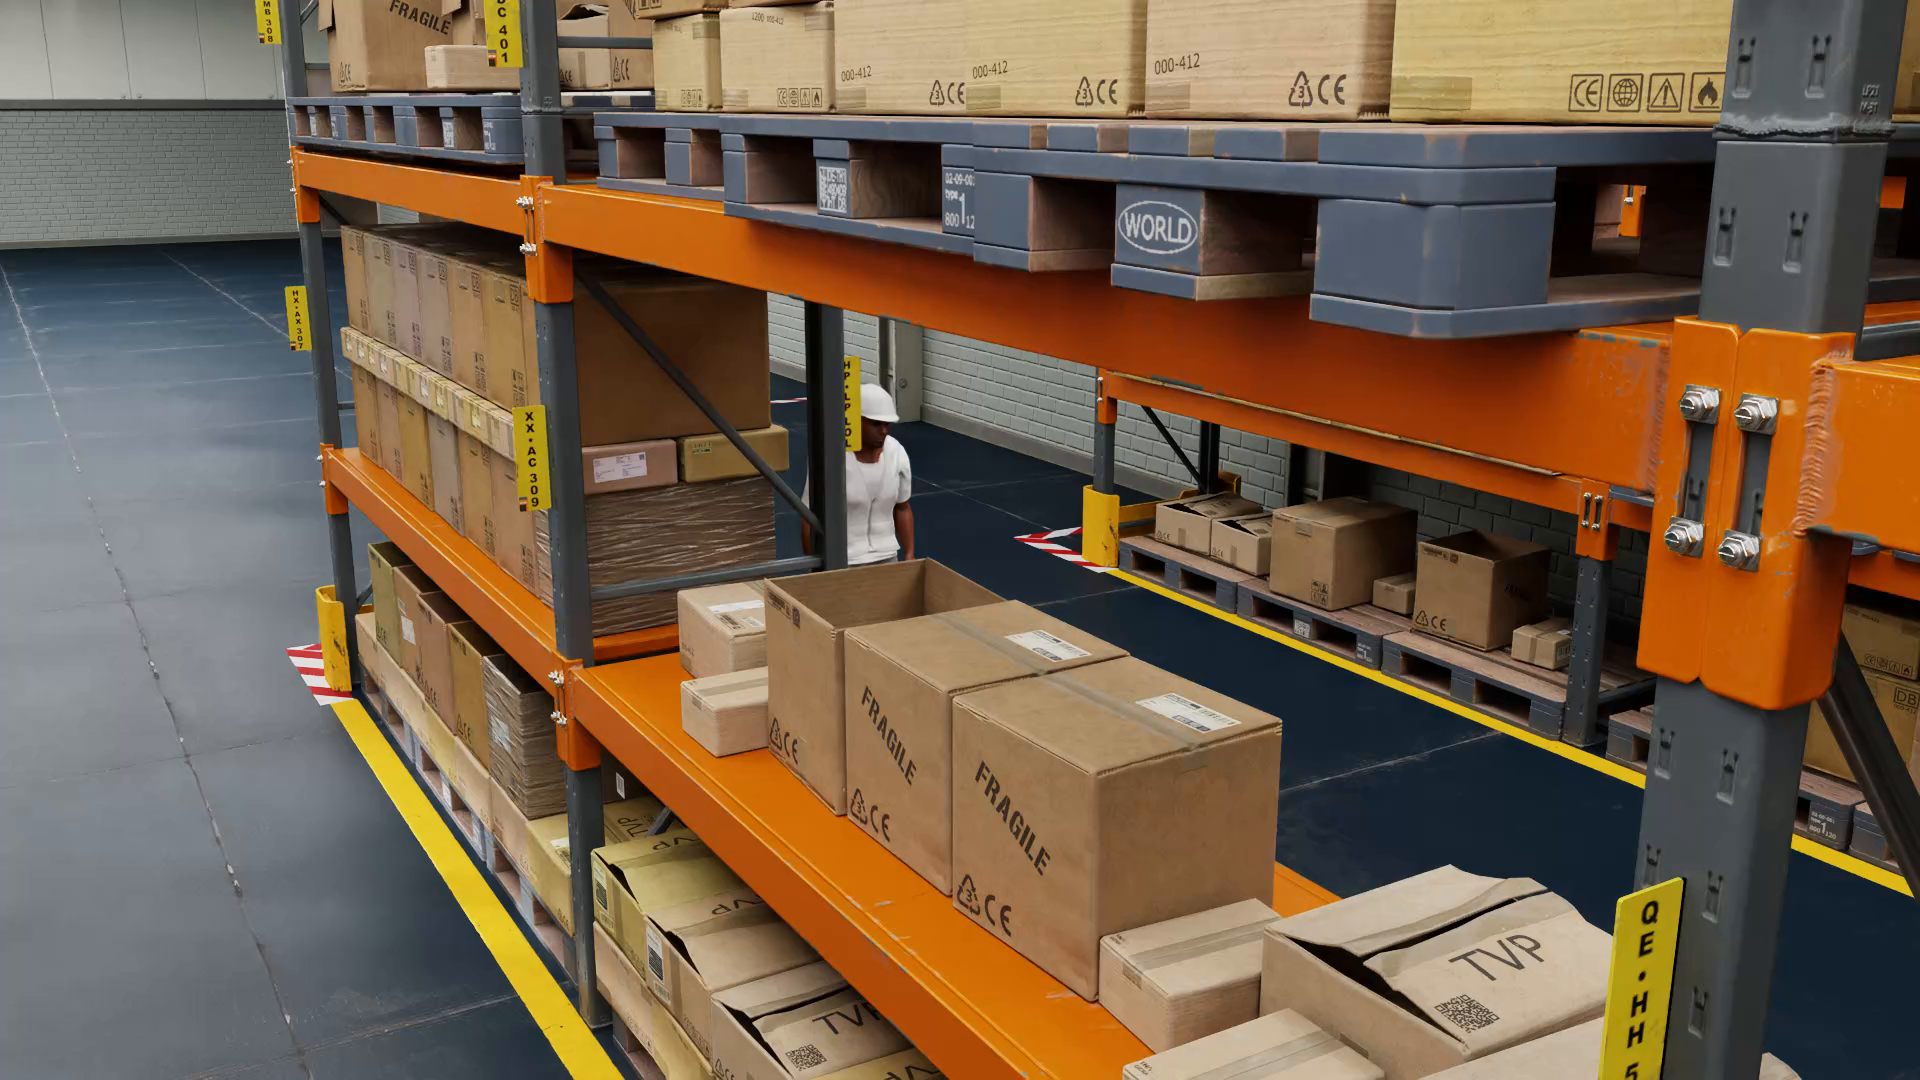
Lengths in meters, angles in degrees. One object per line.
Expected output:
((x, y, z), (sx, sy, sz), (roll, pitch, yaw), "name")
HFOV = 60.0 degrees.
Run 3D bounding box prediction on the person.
((-0.471, 0.109, 8.066), (0.624, 1.759, 0.463), (-10, 17, -32), "person")
